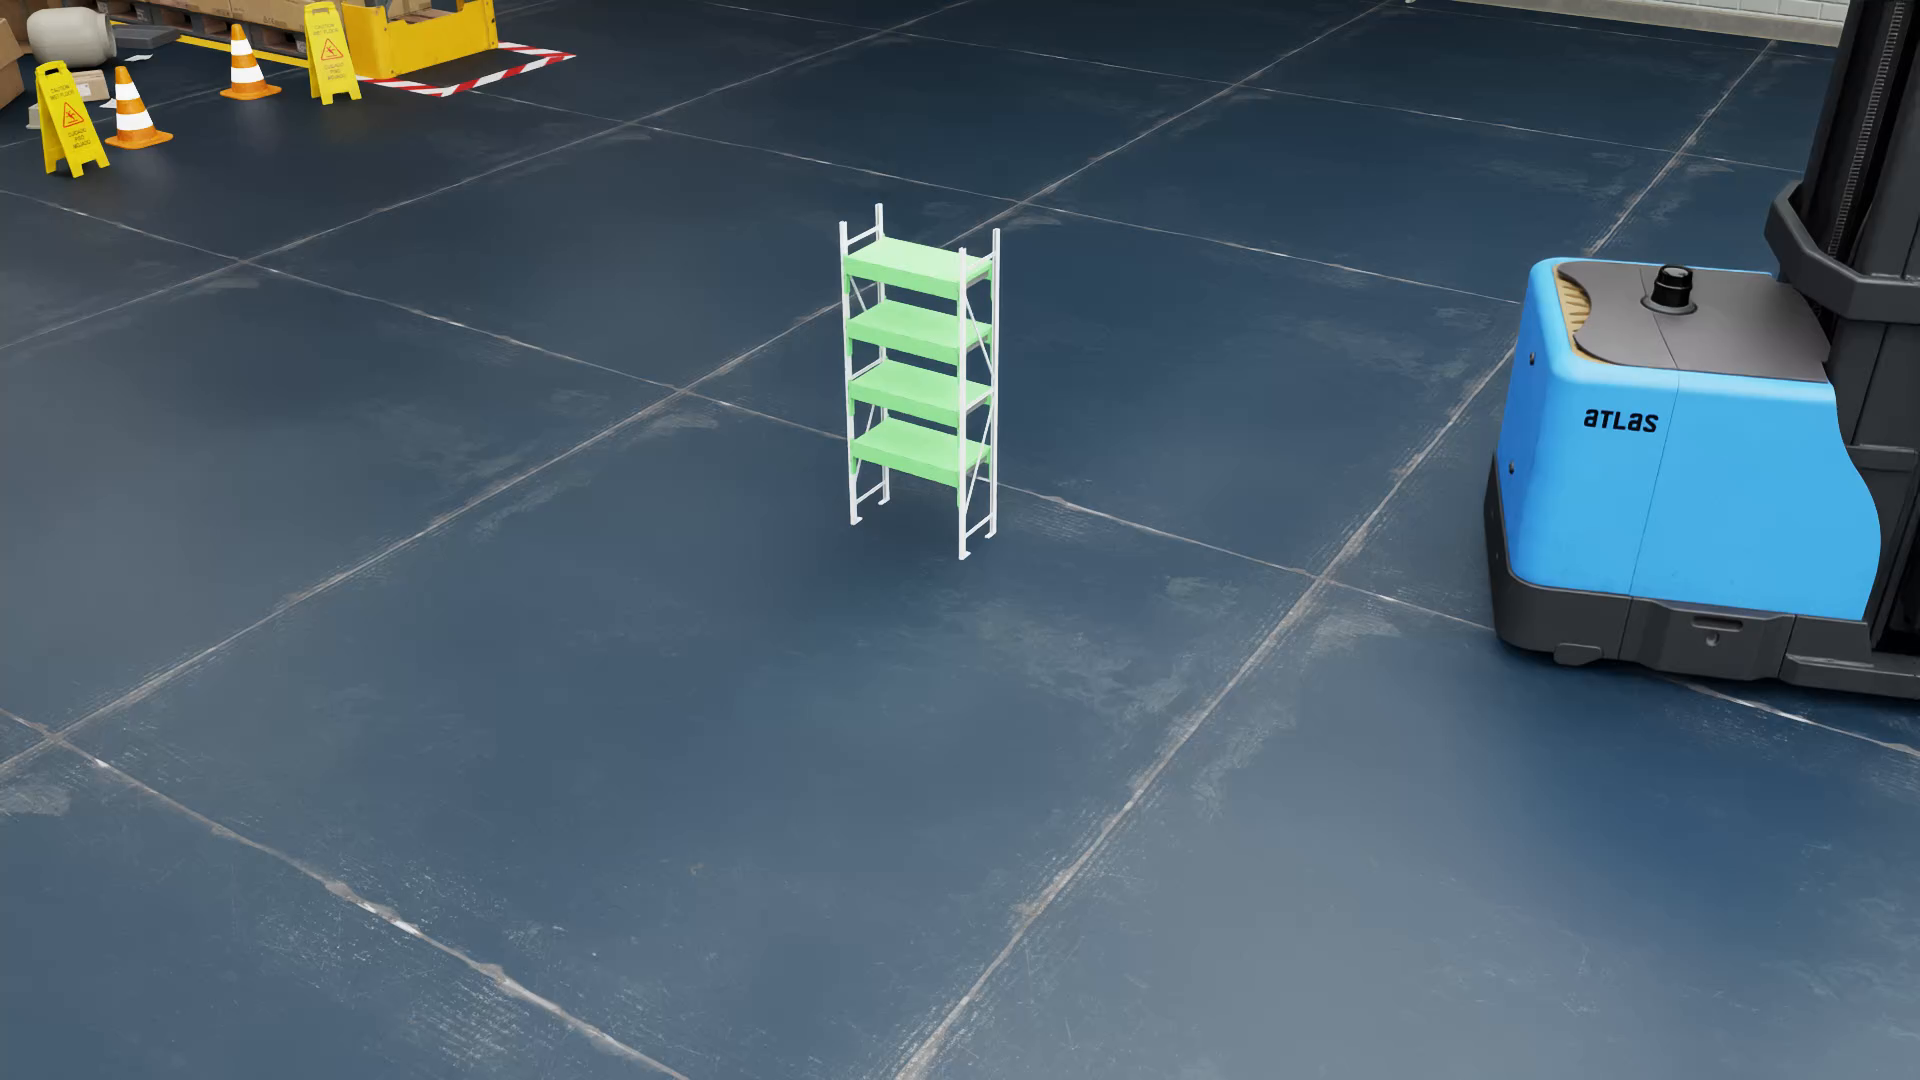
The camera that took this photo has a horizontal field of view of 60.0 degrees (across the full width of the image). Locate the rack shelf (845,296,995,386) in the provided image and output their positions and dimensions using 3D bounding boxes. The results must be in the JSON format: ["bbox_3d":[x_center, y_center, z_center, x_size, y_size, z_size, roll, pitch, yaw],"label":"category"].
[{"bbox_3d":[-0.140,-0.715,5.935,0.480,0.148,0.258,18,35,27],"label":"rack shelf"}]

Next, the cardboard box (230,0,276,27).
[{"bbox_3d":[-5.157,-4.090,12.597,0.500,0.250,0.500,18,35,28],"label":"cardboard box"}]

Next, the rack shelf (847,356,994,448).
[{"bbox_3d":[-0.140,-0.507,6.056,0.480,0.148,0.258,18,35,27],"label":"rack shelf"}]

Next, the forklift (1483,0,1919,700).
[{"bbox_3d":[3.371,-0.946,4.963,3.031,2.935,1.130,6,31,11],"label":"forklift"}]

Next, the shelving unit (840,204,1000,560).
[{"bbox_3d":[-0.140,-0.563,6.024,0.503,1.200,0.258,18,35,27],"label":"shelving unit"}]

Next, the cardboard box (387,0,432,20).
[{"bbox_3d":[-4.431,-4.181,12.751,0.500,0.250,0.500,17,34,27],"label":"cardboard box"}]

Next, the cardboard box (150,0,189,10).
[{"bbox_3d":[-6.018,-4.366,13.068,0.500,0.250,0.500,17,34,27],"label":"cardboard box"}]

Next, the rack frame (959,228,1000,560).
[{"bbox_3d":[0.066,-0.497,5.912,0.015,1.200,0.240,18,35,27],"label":"rack frame"}]

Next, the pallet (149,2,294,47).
[{"bbox_3d":[-5.658,-4.229,13.289,1.213,0.211,1.003,18,35,27],"label":"pallet"}]

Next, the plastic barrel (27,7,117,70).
[{"bbox_3d":[-6.449,-3.647,12.082,0.512,0.421,0.421,-9,32,-15],"label":"plastic barrel"}]

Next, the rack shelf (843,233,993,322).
[{"bbox_3d":[-0.140,-0.922,5.814,0.480,0.148,0.258,18,35,27],"label":"rack shelf"}]

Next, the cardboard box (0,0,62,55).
[{"bbox_3d":[-7.099,-3.978,12.570,0.500,0.500,0.500,-9,32,-15],"label":"cardboard box"}]

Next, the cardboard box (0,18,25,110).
[{"bbox_3d":[-6.729,-3.165,11.175,0.637,0.503,0.797,-4,30,-7],"label":"cardboard box"}]

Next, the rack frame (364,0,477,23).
[{"bbox_3d":[-3.895,-4.853,11.592,0.127,3.000,1.000,18,35,27],"label":"rack frame"}]

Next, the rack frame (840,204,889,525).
[{"bbox_3d":[-0.347,-0.628,6.136,0.015,1.200,0.240,18,35,27],"label":"rack frame"}]

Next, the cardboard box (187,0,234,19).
[{"bbox_3d":[-5.603,-4.228,12.833,0.500,0.250,0.500,16,34,26],"label":"cardboard box"}]

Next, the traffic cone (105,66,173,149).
[{"bbox_3d":[-5.247,-2.757,10.516,0.334,0.463,0.336,18,35,27],"label":"traffic cone"}]

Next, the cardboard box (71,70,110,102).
[{"bbox_3d":[-6.078,-3.110,11.434,0.380,0.149,0.250,-15,33,-24],"label":"cardboard box"}]

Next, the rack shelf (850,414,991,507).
[{"bbox_3d":[-0.140,-0.300,6.177,0.480,0.148,0.258,18,35,27],"label":"rack shelf"}]

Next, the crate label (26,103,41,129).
[{"bbox_3d":[-5.946,-2.800,10.914,0.298,0.136,0.250,1,30,2],"label":"crate label"}]

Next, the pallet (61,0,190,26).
[{"bbox_3d":[-6.695,-4.555,13.848,1.213,0.211,1.003,18,35,27],"label":"pallet"}]

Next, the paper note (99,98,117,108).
[{"bbox_3d":[-5.754,-2.974,11.318,0.142,0.019,0.148,6,31,10],"label":"paper note"}]

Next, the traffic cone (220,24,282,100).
[{"bbox_3d":[-4.945,-3.322,11.485,0.334,0.463,0.336,18,35,27],"label":"traffic cone"}]

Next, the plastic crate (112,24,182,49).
[{"bbox_3d":[-6.389,-3.893,12.843,0.583,0.080,0.402,6,31,10],"label":"plastic crate"}]

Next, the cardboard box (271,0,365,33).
[{"bbox_3d":[-4.743,-3.955,12.364,0.500,0.250,0.500,17,34,27],"label":"cardboard box"}]

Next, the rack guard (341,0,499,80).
[{"bbox_3d":[-3.959,-3.793,12.256,0.348,0.500,1.175,18,35,27],"label":"rack guard"}]

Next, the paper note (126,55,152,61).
[{"bbox_3d":[-6.116,-3.598,12.387,0.148,0.019,0.142,6,31,10],"label":"paper note"}]

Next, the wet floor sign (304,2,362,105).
[{"bbox_3d":[-4.303,-3.328,11.315,0.267,0.644,0.232,-21,36,-32],"label":"wet floor sign"}]

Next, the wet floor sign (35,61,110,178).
[{"bbox_3d":[-5.364,-2.533,9.952,0.232,0.644,0.267,12,32,19],"label":"wet floor sign"}]

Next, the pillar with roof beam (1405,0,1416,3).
[{"bbox_3d":[1.423,-6.690,8.787,0.400,9.000,9.100,18,35,27],"label":"pillar with roof beam"}]

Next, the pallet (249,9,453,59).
[{"bbox_3d":[-4.629,-3.901,12.728,1.213,0.211,1.003,18,35,27],"label":"pallet"}]

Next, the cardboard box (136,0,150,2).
[{"bbox_3d":[-6.468,-4.507,13.310,0.500,0.250,0.500,20,36,30],"label":"cardboard box"}]
